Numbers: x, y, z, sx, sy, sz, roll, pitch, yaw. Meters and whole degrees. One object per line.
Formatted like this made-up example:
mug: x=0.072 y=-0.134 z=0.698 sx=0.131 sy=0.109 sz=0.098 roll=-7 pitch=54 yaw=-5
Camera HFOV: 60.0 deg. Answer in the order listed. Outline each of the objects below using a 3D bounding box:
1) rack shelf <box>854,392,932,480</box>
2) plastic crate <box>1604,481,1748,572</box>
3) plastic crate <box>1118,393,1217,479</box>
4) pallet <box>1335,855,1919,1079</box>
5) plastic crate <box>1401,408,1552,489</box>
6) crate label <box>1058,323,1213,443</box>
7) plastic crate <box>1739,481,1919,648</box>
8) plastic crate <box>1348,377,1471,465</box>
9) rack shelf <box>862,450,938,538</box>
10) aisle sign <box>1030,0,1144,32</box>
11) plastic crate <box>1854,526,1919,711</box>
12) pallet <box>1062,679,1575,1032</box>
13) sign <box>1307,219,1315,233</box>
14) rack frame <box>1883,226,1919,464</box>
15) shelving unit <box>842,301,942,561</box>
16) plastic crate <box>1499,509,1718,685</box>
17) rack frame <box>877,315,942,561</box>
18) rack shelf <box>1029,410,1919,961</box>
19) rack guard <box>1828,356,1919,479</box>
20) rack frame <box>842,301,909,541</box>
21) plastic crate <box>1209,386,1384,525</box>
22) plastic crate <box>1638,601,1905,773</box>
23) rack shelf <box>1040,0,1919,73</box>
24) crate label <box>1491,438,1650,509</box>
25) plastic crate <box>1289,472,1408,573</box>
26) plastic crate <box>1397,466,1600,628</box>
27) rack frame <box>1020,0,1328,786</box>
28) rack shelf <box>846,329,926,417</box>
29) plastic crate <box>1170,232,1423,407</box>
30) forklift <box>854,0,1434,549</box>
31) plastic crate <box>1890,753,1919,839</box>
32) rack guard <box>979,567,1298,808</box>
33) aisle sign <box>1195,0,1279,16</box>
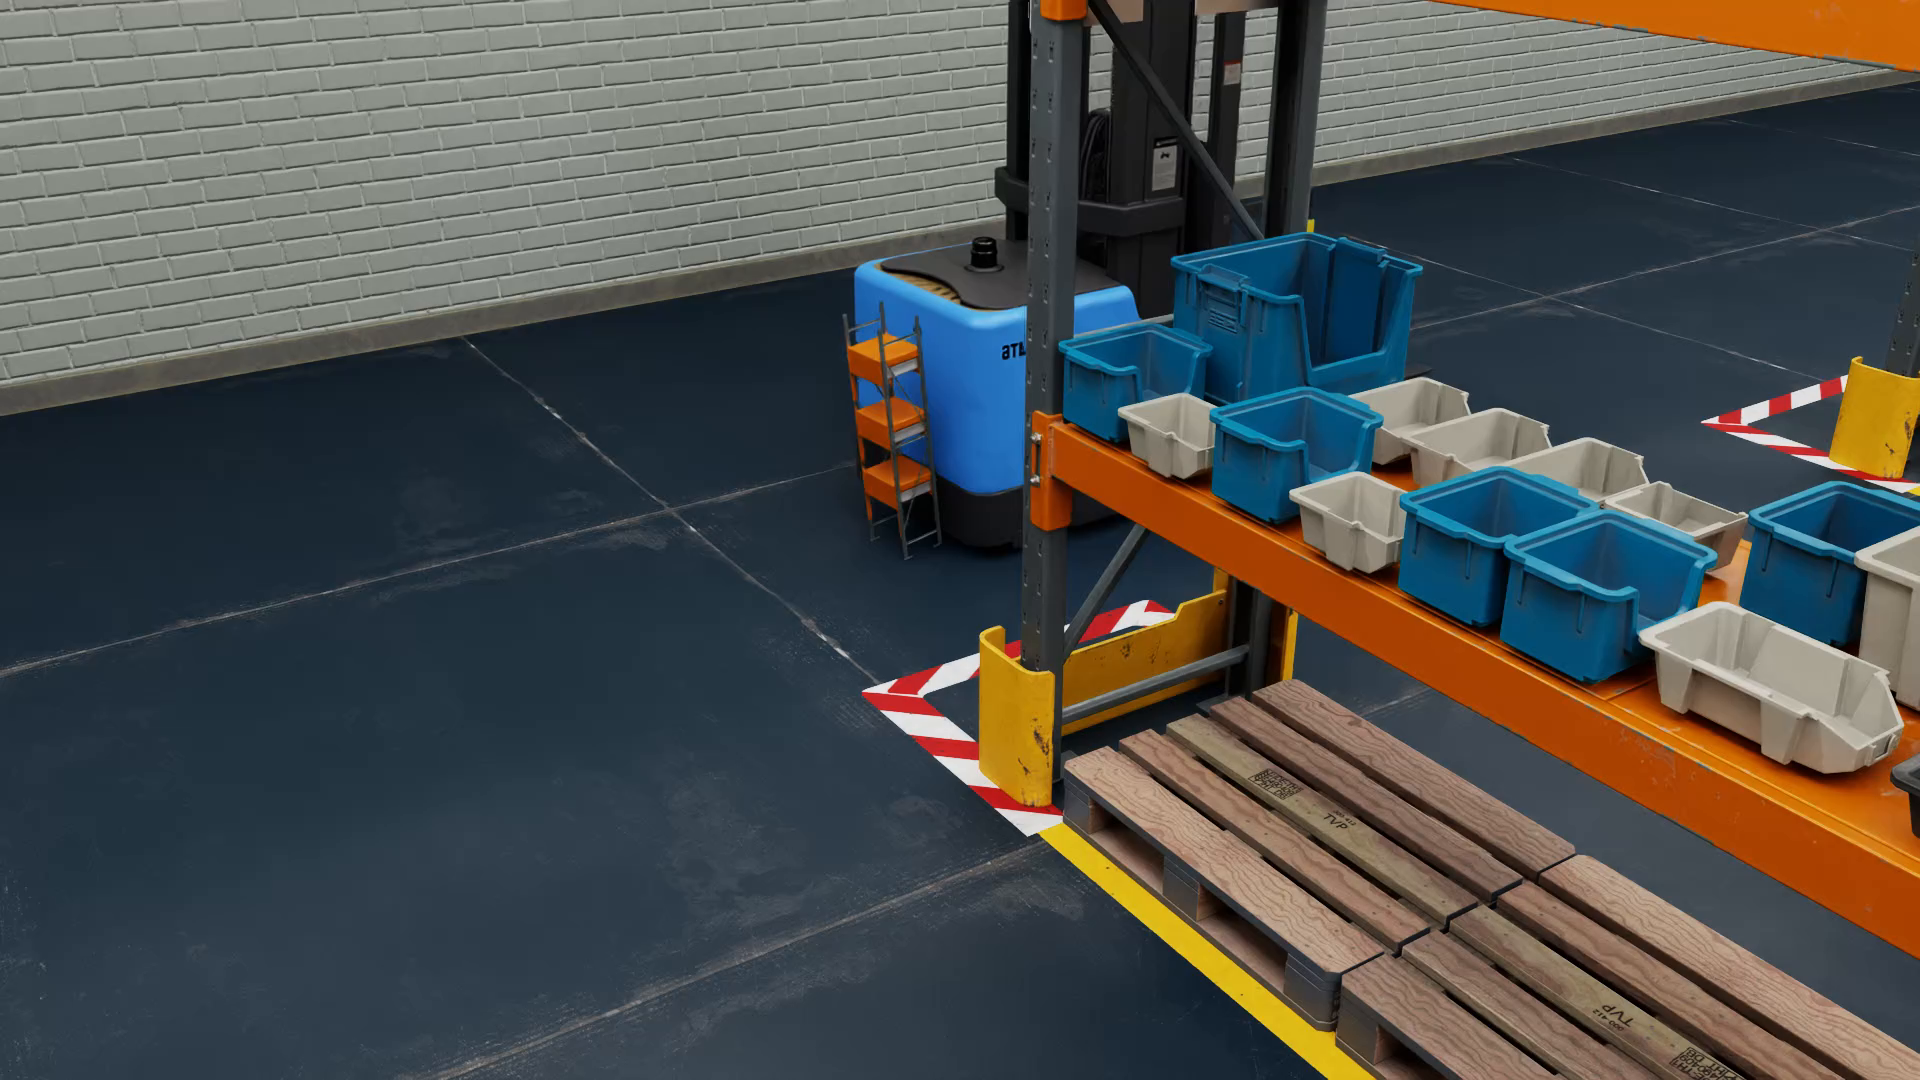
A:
rack shelf: x=-0.276 y=-0.438 z=6.950 sx=0.215 sy=0.259 sz=0.240 roll=-25 pitch=34 yaw=-31
plastic crate: x=1.739 y=-0.022 z=4.022 sx=0.298 sy=0.136 sz=0.250 roll=-16 pitch=29 yaw=-30
plastic crate: x=0.611 y=-0.275 z=4.557 sx=0.250 sy=0.136 sz=0.298 roll=-16 pitch=29 yaw=-30
pallet: x=1.725 y=1.335 z=4.175 sx=1.003 sy=0.211 sz=1.213 roll=-16 pitch=29 yaw=-30
plastic crate: x=1.389 y=-0.218 z=4.436 sx=0.396 sy=0.136 sz=0.243 roll=-16 pitch=29 yaw=-30
crate label: x=0.505 y=-0.453 z=4.821 sx=0.416 sy=0.233 sz=0.303 roll=-16 pitch=29 yaw=-30
plastic crate: x=1.982 y=0.057 z=3.741 sx=0.416 sy=0.233 sz=0.300 roll=-16 pitch=29 yaw=-30
plastic crate: x=1.243 y=-0.325 z=4.662 sx=0.396 sy=0.136 sz=0.243 roll=-16 pitch=29 yaw=-30
rack shelf: x=-0.252 y=-0.196 z=7.084 sx=0.215 sy=0.259 sz=0.240 roll=-25 pitch=34 yaw=-31
aisle sign: x=0.358 y=-1.798 z=4.500 sx=0.394 sy=0.787 sz=0.004 roll=-16 pitch=29 yaw=-30
plastic crate: x=2.150 y=0.202 z=3.377 sx=0.437 sy=0.282 sz=0.530 roll=-16 pitch=29 yaw=-30
pallet: x=1.064 y=0.899 z=5.099 sx=1.003 sy=0.211 sz=1.213 roll=-16 pitch=29 yaw=-30
sign: x=1.098 y=-0.874 z=5.396 sx=0.100 sy=0.325 sz=0.005 roll=-16 pitch=29 yaw=-30
rack frame: x=4.796 y=-1.820 z=7.592 sx=1.000 sy=3.000 sz=0.127 roll=-16 pitch=29 yaw=-30
shelving unit: x=-0.277 y=-0.447 z=6.945 sx=0.215 sy=1.050 sz=0.252 roll=-25 pitch=34 yaw=-31
plastic crate: x=1.387 y=0.126 z=3.596 sx=0.416 sy=0.233 sz=0.300 roll=-16 pitch=29 yaw=-30
rack frame: x=-0.202 y=-0.406 z=6.858 sx=0.200 sy=1.050 sz=0.008 roll=-25 pitch=34 yaw=-31
rack shelf: x=1.738 y=0.375 z=3.786 sx=1.077 sy=0.370 sz=4.000 roll=-16 pitch=29 yaw=-30
rack guard: x=4.783 y=-0.699 z=8.144 sx=1.175 sy=0.500 sz=0.348 roll=-16 pitch=29 yaw=-30
rack frame: x=-0.352 y=-0.488 z=7.032 sx=0.200 sy=1.050 sz=0.008 roll=-25 pitch=34 yaw=-31
plastic crate: x=0.864 y=-0.217 z=4.322 sx=0.416 sy=0.233 sz=0.300 roll=-16 pitch=29 yaw=-30
plastic crate: x=1.627 y=0.304 z=3.331 sx=0.293 sy=0.136 sz=0.466 roll=-16 pitch=29 yaw=-30
rack shelf: x=1.738 y=-0.982 z=3.145 sx=1.077 sy=0.370 sz=4.000 roll=-16 pitch=29 yaw=-30
crate label: x=1.561 y=-0.124 z=4.237 sx=0.396 sy=0.136 sz=0.243 roll=-16 pitch=29 yaw=-30
plastic crate: x=0.981 y=-0.032 z=4.043 sx=0.250 sy=0.136 sz=0.298 roll=-16 pitch=29 yaw=-30
plastic crate: x=1.224 y=0.018 z=3.823 sx=0.416 sy=0.233 sz=0.300 roll=-16 pitch=29 yaw=-30
rack frame: x=0.646 y=-0.666 z=5.147 sx=1.000 sy=3.000 sz=0.127 roll=-16 pitch=29 yaw=-30
rack shelf: x=-0.300 y=-0.686 z=6.813 sx=0.215 sy=0.259 sz=0.240 roll=-25 pitch=34 yaw=-31
plastic crate: x=0.985 y=-0.633 z=4.965 sx=0.616 sy=0.435 sz=0.499 roll=-16 pitch=29 yaw=-30
forklift: x=1.021 y=-1.763 z=7.551 sx=3.031 sy=2.935 sz=1.130 roll=-16 pitch=30 yaw=-31
plastic crate: x=1.993 y=0.524 z=2.878 sx=0.437 sy=0.125 sz=0.590 roll=-16 pitch=29 yaw=-30
rack guard: x=0.622 y=0.459 z=5.693 sx=1.175 sy=0.500 sz=0.348 roll=-16 pitch=29 yaw=-30
aisle sign: x=0.852 y=-1.936 z=4.792 sx=0.394 sy=0.787 sz=0.004 roll=-16 pitch=29 yaw=-30
